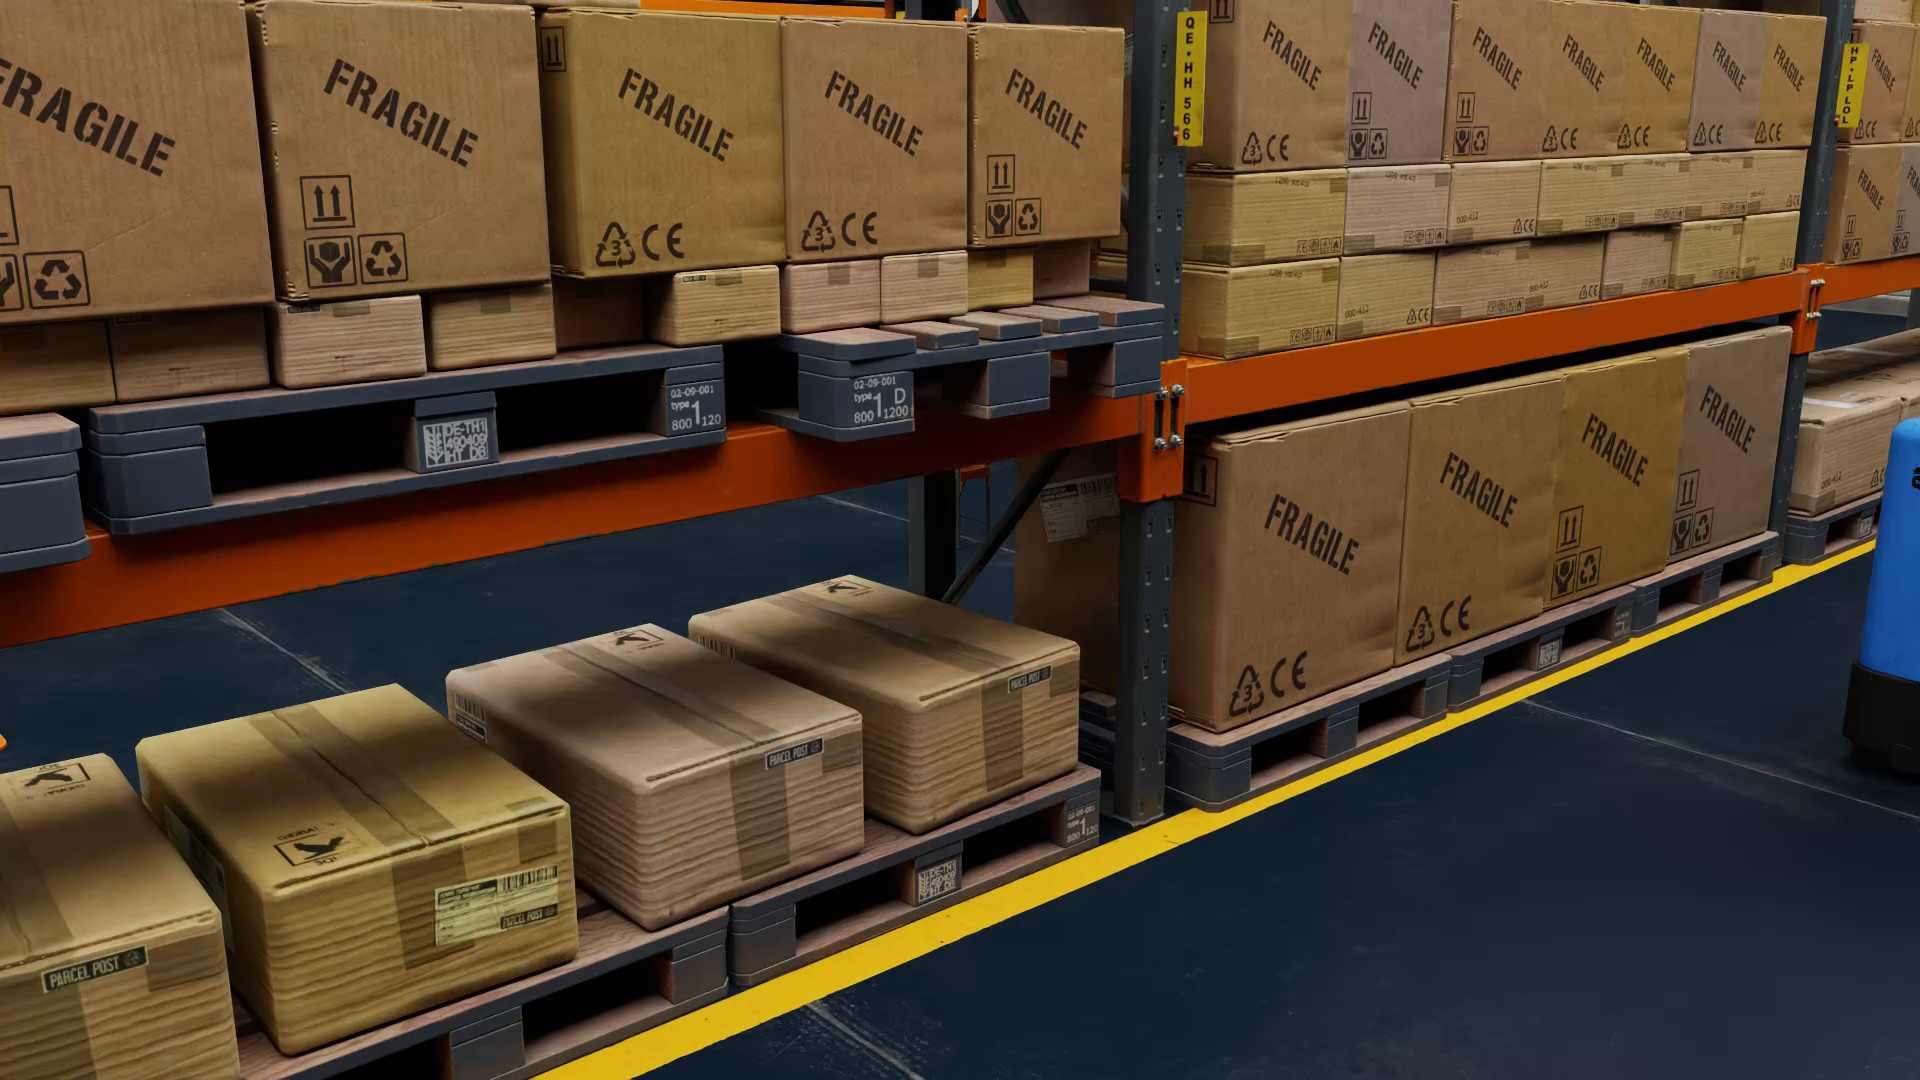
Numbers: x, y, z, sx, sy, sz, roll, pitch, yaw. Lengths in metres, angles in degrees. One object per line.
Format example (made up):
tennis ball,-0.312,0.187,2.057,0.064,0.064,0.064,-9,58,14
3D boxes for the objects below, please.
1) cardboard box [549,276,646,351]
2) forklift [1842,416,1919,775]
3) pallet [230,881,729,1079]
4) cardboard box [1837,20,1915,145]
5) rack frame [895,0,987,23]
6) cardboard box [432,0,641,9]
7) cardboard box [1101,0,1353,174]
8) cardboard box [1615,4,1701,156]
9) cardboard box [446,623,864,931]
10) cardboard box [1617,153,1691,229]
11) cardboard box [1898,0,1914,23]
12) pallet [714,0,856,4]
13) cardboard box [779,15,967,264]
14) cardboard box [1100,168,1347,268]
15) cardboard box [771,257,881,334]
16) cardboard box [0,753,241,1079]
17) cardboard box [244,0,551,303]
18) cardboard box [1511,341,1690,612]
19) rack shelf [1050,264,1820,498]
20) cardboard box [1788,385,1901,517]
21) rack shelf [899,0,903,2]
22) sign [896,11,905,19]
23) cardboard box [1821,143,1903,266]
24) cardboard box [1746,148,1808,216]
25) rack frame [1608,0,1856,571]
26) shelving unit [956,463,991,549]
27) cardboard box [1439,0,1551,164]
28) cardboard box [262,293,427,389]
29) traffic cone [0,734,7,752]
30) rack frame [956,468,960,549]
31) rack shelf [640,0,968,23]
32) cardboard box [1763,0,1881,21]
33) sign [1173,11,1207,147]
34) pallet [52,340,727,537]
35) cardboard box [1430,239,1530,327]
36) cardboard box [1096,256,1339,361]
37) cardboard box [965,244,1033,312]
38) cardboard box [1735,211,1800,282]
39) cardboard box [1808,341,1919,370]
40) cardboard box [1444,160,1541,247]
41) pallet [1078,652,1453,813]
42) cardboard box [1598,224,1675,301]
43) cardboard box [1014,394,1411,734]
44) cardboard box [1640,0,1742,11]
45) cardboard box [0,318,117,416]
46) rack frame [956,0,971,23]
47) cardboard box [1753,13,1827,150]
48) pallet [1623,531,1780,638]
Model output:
cardboard box,-0.863,-0.498,3.476,0.250,0.149,0.380,-12,19,-39
forklift,4.017,-0.496,3.929,1.130,2.935,3.031,-10,18,-34
pallet,-1.300,0.948,3.794,1.213,0.211,1.003,-13,19,-39
cardboard box,3.747,-1.980,7.218,0.500,0.500,0.500,-12,19,-39
rack frame,-0.097,-2.362,10.779,0.127,3.000,1.000,-13,19,-39
cardboard box,-0.838,-1.114,3.266,0.250,0.149,0.380,-14,20,-42
cardboard box,0.743,-1.305,4.691,0.500,0.500,0.500,-14,20,-41
cardboard box,2.275,-1.651,5.986,0.500,0.500,0.500,-12,19,-38
cardboard box,-0.773,0.550,4.158,0.625,0.372,0.950,-13,20,-40
cardboard box,2.296,-1.287,6.078,0.500,0.250,0.500,-12,19,-38
cardboard box,3.985,-2.361,7.387,0.250,0.149,0.380,-13,20,-40
pallet,-1.733,-5.093,15.363,1.213,0.211,1.003,-13,19,-39
cardboard box,-0.332,-0.911,3.766,0.500,0.500,0.500,-13,20,-40
cardboard box,0.755,-0.944,4.794,0.500,0.250,0.500,-13,20,-40
cardboard box,-0.393,-0.566,3.728,0.250,0.149,0.380,-14,20,-42
cardboard box,-1.873,0.795,3.239,0.625,0.372,0.950,-11,19,-36
cardboard box,-1.125,-0.733,3.099,0.500,0.500,0.500,-14,20,-42
cardboard box,2.137,-0.316,6.425,0.875,0.875,0.875,-12,19,-38
rack shelf,1.720,-0.729,6.059,4.000,0.370,1.077,-13,19,-39
cardboard box,3.772,-0.465,7.831,0.875,0.438,0.875,-13,20,-40
rack shelf,1.411,-3.802,11.753,4.000,0.370,1.077,-13,19,-39
sign,-0.156,-1.404,4.951,0.005,0.325,0.100,-13,19,-39
cardboard box,3.754,-1.492,7.329,0.500,0.500,0.500,-12,19,-38
cardboard box,3.055,-1.462,6.733,0.500,0.250,0.500,-13,20,-39
rack frame,3.228,-1.415,7.235,0.127,3.000,1.000,-13,19,-39
shelving unit,-0.011,-0.577,7.586,0.189,1.200,0.258,-13,19,-39
cardboard box,1.512,-1.475,5.329,0.500,0.500,0.500,-12,19,-38
cardboard box,-1.181,-0.389,3.066,0.250,0.149,0.380,-12,19,-37
traffic cone,-3.228,0.439,5.208,0.334,0.463,0.336,-13,19,-39
rack frame,-0.080,-0.562,7.528,0.006,1.200,0.240,-13,19,-39
rack shelf,-1.768,-4.785,15.432,4.000,0.370,1.077,-13,19,-39
cardboard box,3.637,-2.263,7.020,0.250,0.149,0.380,-13,20,-40
sign,0.574,-1.154,4.169,0.005,0.325,0.100,-13,19,-39
pallet,-1.256,-0.301,3.438,1.213,0.211,1.003,-13,19,-39
cardboard box,1.520,-0.877,5.511,0.500,0.250,0.500,-12,19,-38
cardboard box,0.745,-0.699,4.844,0.500,0.250,0.500,-13,20,-40
cardboard box,-0.037,-0.658,4.074,0.250,0.149,0.380,-12,19,-39
cardboard box,3.055,-1.217,6.786,0.500,0.250,0.500,-13,20,-41
cardboard box,5.129,-0.770,8.970,0.875,0.438,0.875,-12,19,-38
cardboard box,1.530,-1.114,5.428,0.500,0.250,0.500,-13,20,-40
pallet,0.855,0.491,5.503,1.213,0.211,1.003,-13,19,-39
cardboard box,2.277,-1.050,6.158,0.500,0.250,0.500,-13,20,-41
cardboard box,0.786,-0.015,5.296,0.875,0.875,0.875,-13,20,-40
cardboard box,3.252,-2.374,7.437,0.250,0.149,0.380,-13,20,-40
cardboard box,-1.603,-0.312,2.780,0.250,0.149,0.380,-12,19,-39
rack frame,-0.259,-4.022,16.994,0.127,3.000,1.000,-13,19,-39
cardboard box,3.056,-1.822,6.627,0.500,0.500,0.500,-12,19,-38
pallet,2.696,0.078,7.050,1.213,0.211,1.003,-13,19,-39
